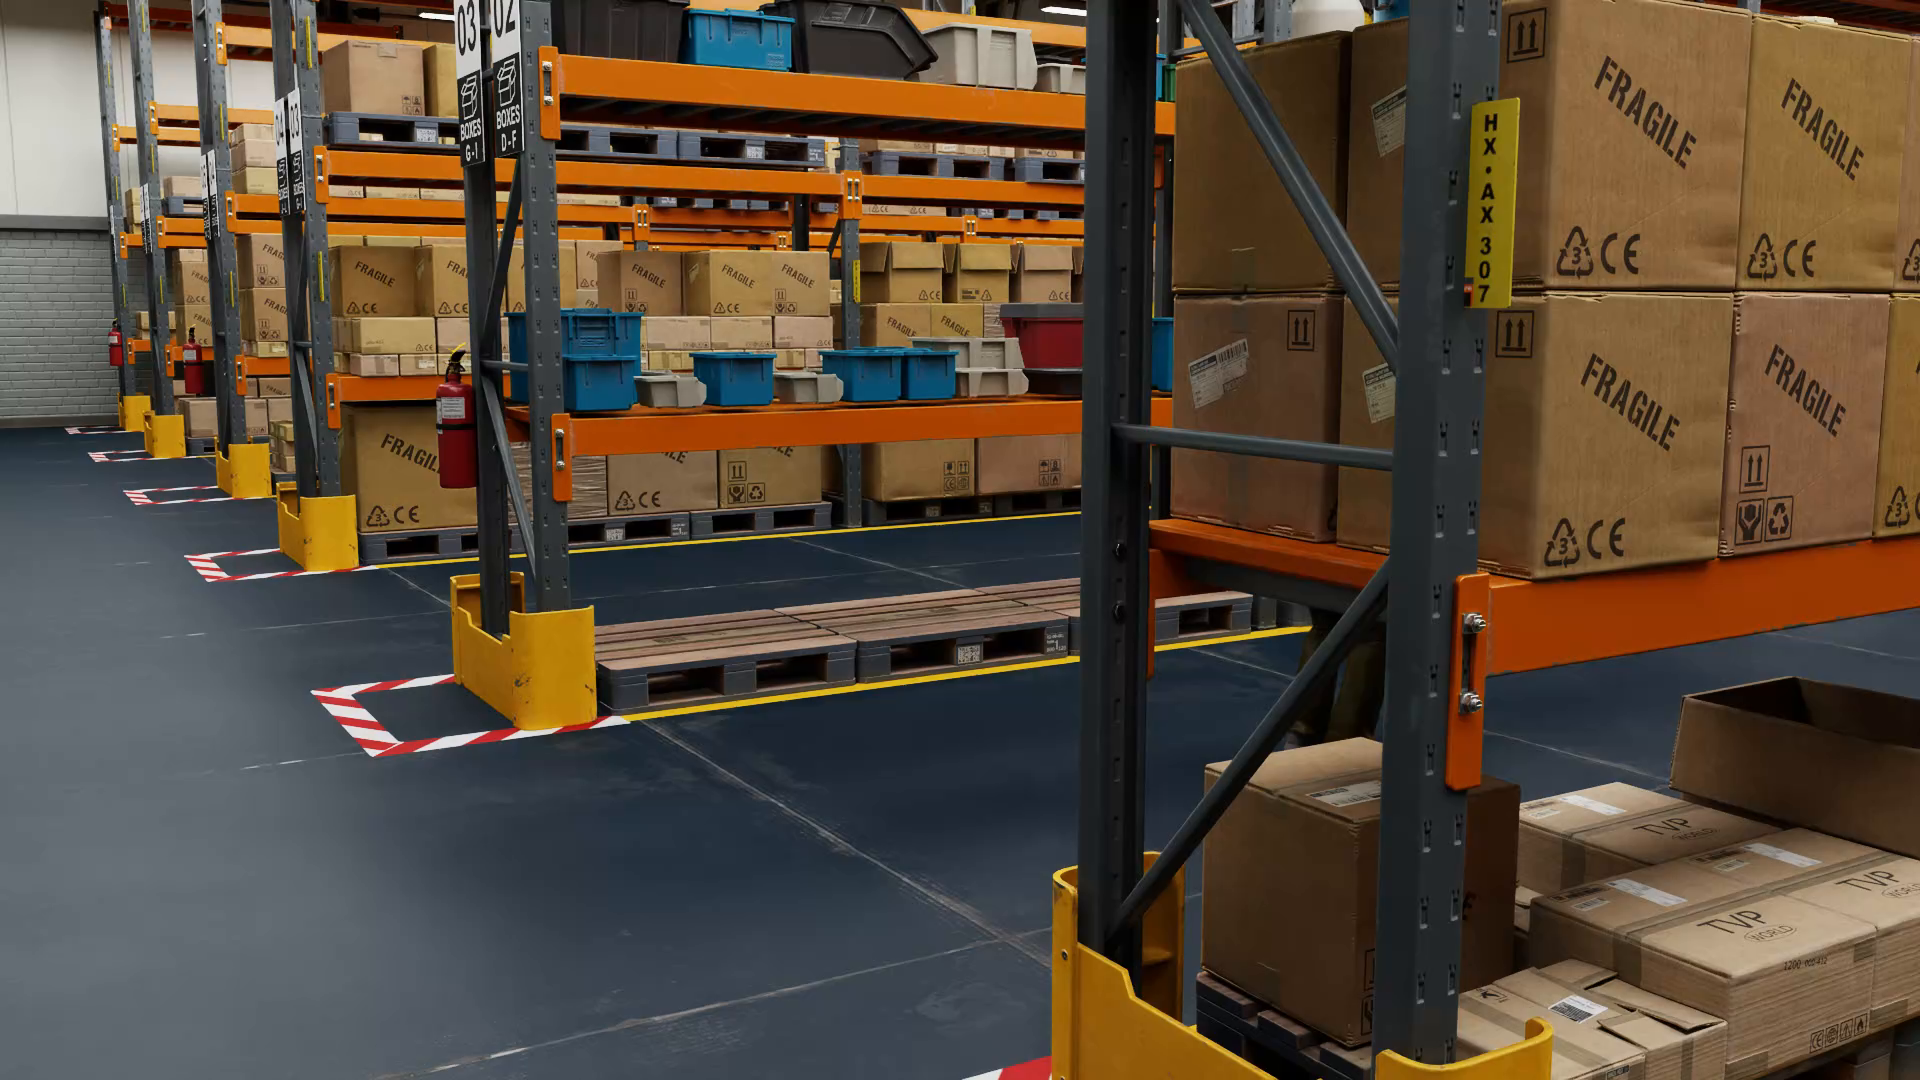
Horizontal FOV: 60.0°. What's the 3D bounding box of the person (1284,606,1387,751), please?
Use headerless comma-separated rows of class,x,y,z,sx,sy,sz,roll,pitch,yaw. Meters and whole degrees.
person,1.500,0.009,6.524,0.417,1.729,0.587,-5,9,-29
